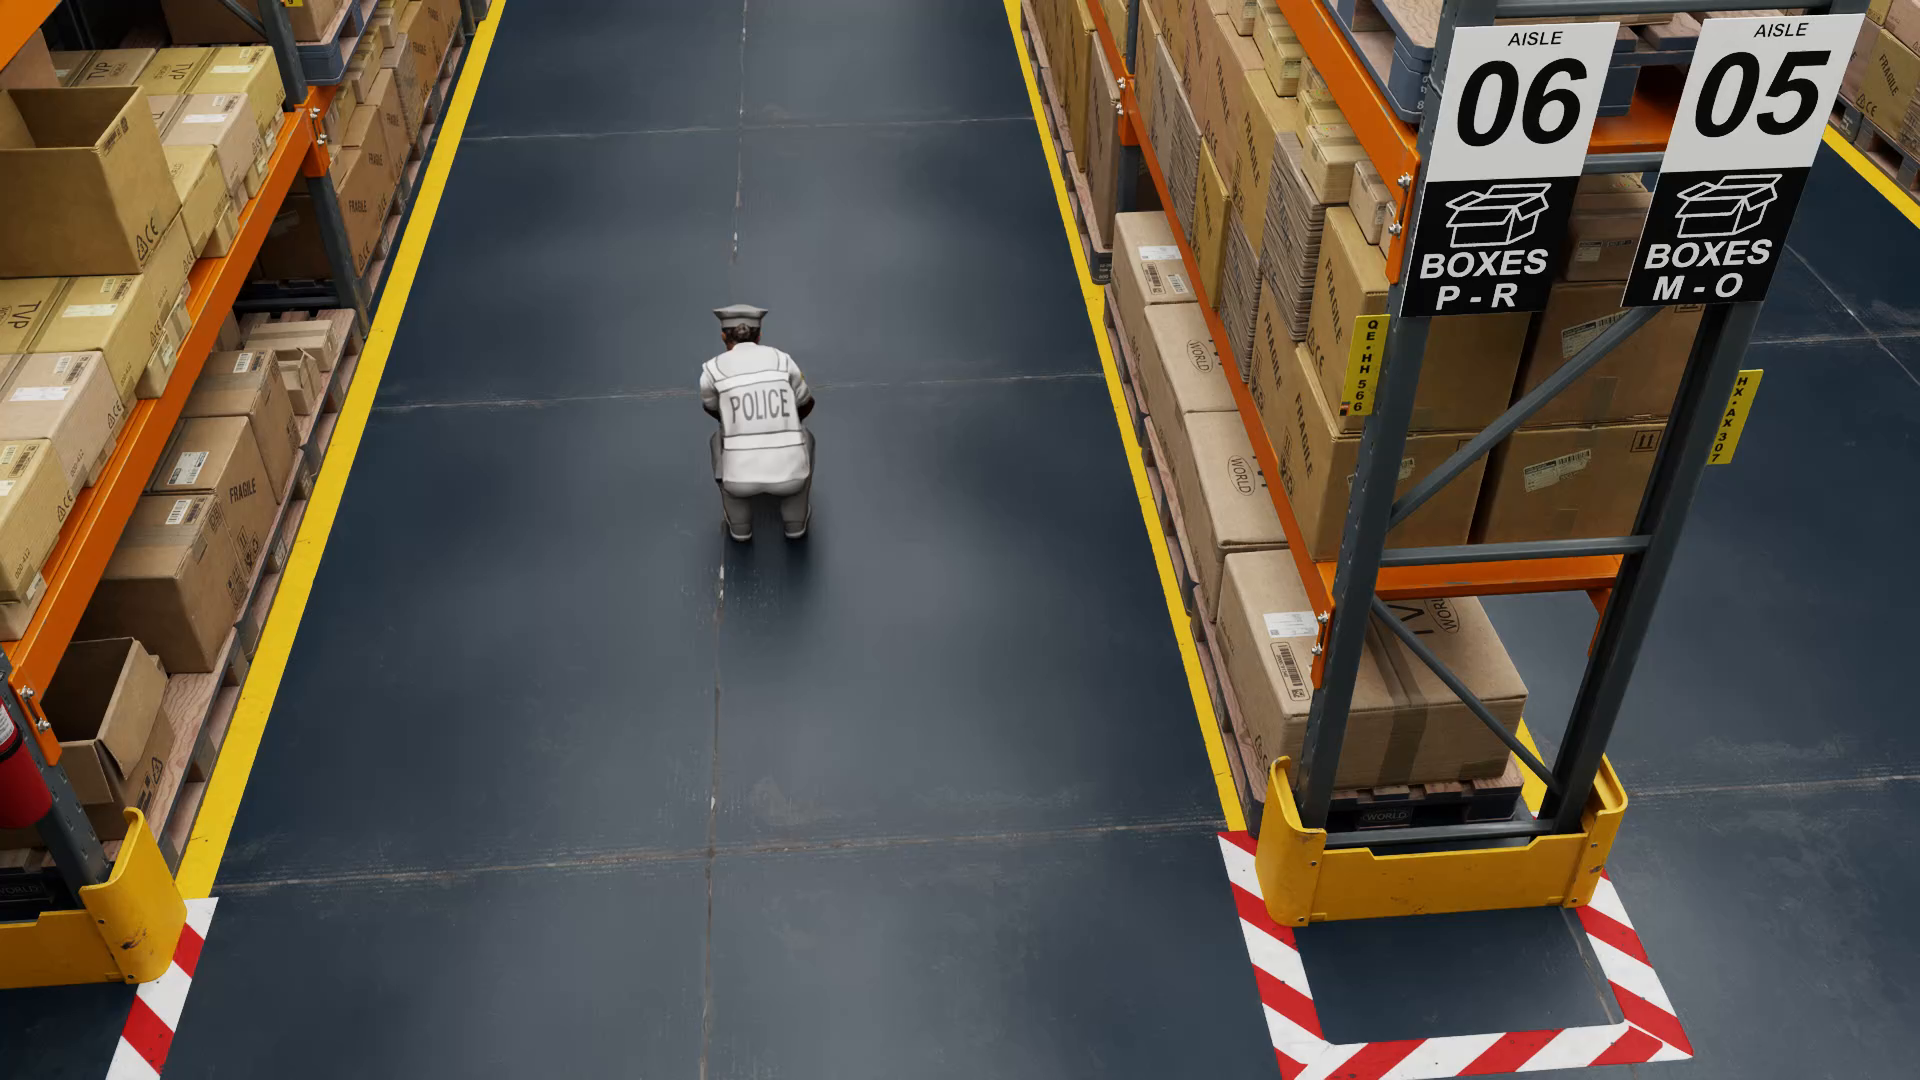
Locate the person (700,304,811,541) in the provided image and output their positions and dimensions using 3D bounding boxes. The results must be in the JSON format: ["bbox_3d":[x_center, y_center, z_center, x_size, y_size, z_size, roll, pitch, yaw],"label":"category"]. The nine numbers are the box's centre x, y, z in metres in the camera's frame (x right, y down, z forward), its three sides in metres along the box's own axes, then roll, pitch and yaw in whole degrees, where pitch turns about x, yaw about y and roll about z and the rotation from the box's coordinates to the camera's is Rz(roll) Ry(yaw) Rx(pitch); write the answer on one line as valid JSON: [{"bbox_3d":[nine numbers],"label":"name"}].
[{"bbox_3d":[-0.903,-0.539,7.387,0.491,0.947,0.713,-3,39,-4],"label":"person"}]
